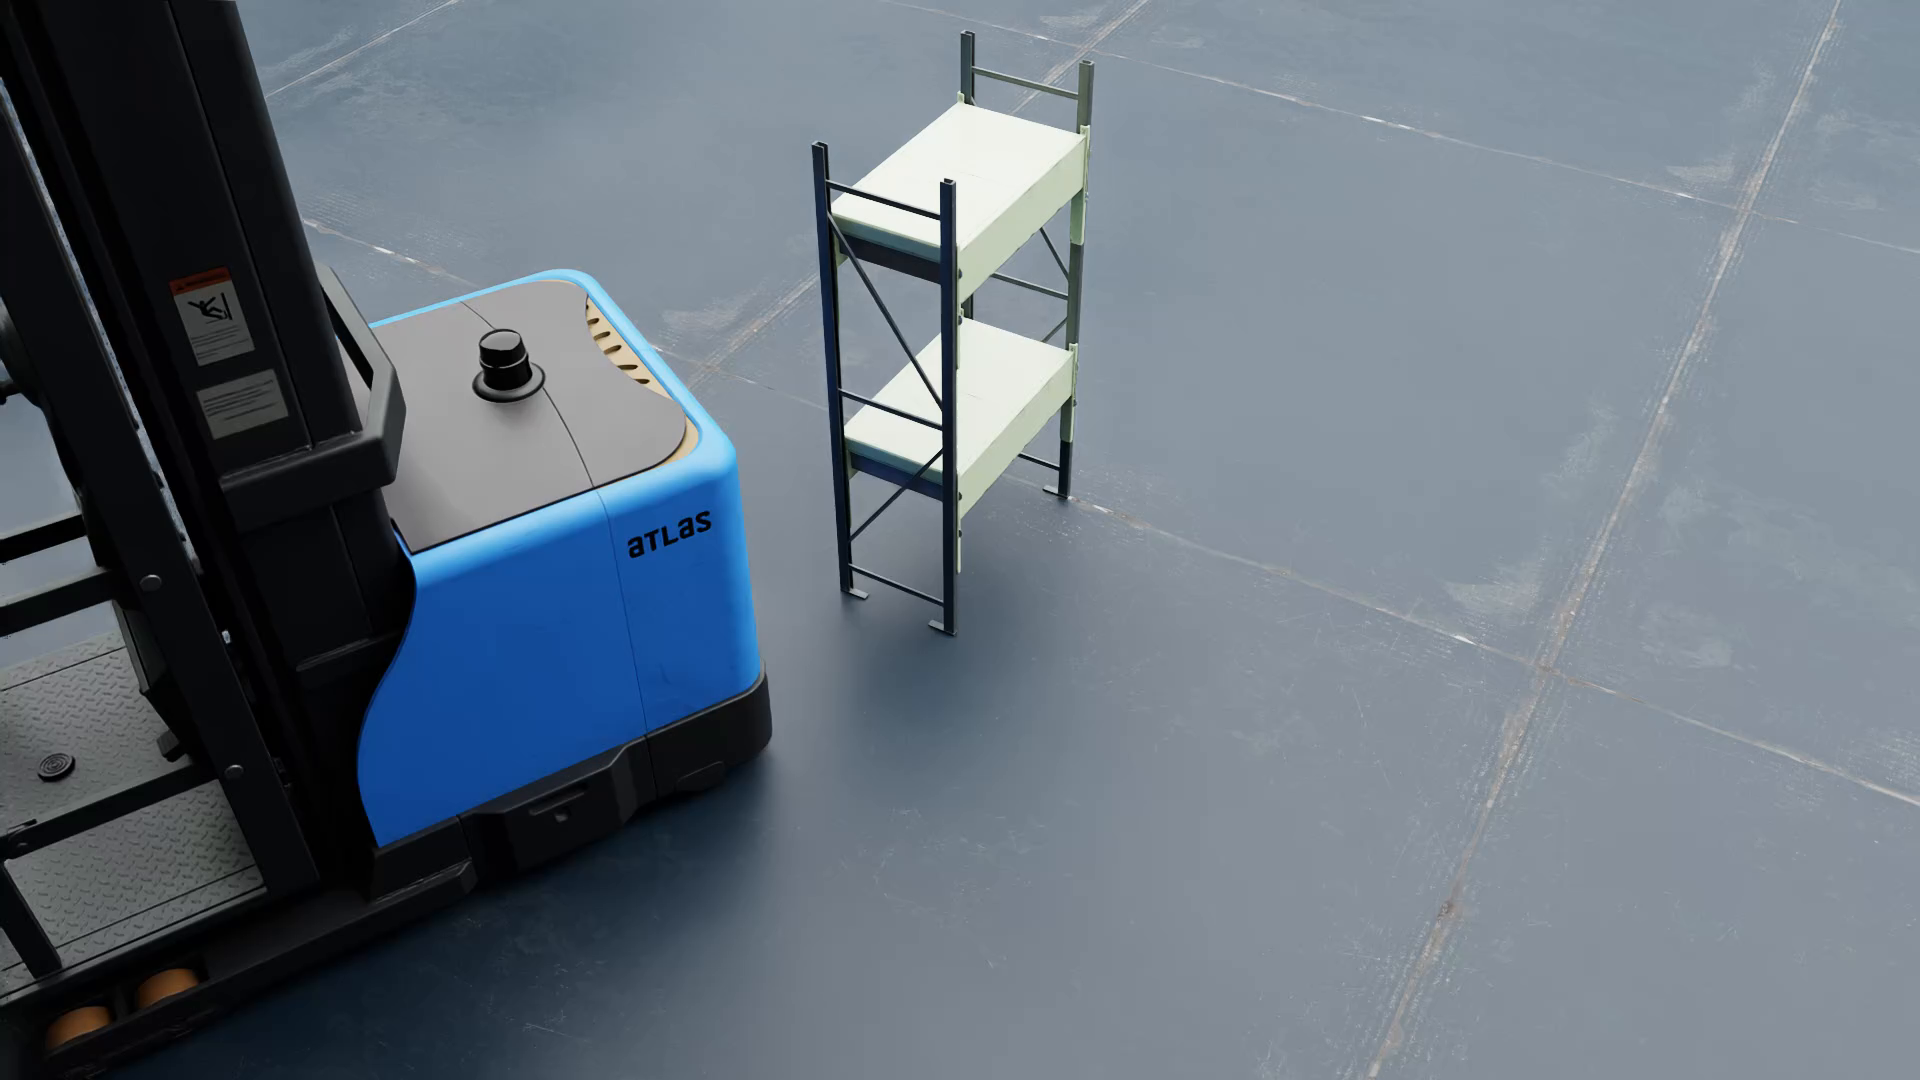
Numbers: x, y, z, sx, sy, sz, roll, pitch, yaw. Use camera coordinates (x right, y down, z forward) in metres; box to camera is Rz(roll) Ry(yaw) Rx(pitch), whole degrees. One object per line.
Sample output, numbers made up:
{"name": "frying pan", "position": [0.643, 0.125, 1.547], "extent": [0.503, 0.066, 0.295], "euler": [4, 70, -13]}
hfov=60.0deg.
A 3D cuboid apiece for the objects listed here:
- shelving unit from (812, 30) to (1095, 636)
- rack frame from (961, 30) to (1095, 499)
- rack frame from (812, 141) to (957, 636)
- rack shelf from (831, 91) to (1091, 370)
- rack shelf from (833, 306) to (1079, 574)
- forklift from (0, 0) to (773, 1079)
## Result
{"name": "shelving unit", "position": [-0.003, -0.559, 4.750], "extent": [0.431, 1.500, 0.755], "euler": [21, 45, 22]}
{"name": "rack frame", "position": [0.180, -0.768, 4.988], "extent": [0.400, 1.500, 0.023], "euler": [21, 45, 22]}
{"name": "rack frame", "position": [-0.186, -0.350, 4.512], "extent": [0.400, 1.500, 0.023], "euler": [21, 45, 22]}
{"name": "rack shelf", "position": [-0.003, -0.852, 4.492], "extent": [0.431, 0.370, 0.720], "euler": [21, 45, 22]}
{"name": "rack shelf", "position": [-0.003, -0.314, 4.965], "extent": [0.431, 0.370, 0.720], "euler": [21, 45, 22]}
{"name": "forklift", "position": [-2.035, -0.263, 3.330], "extent": [3.031, 2.935, 1.130], "euler": [-22, 46, -23]}
